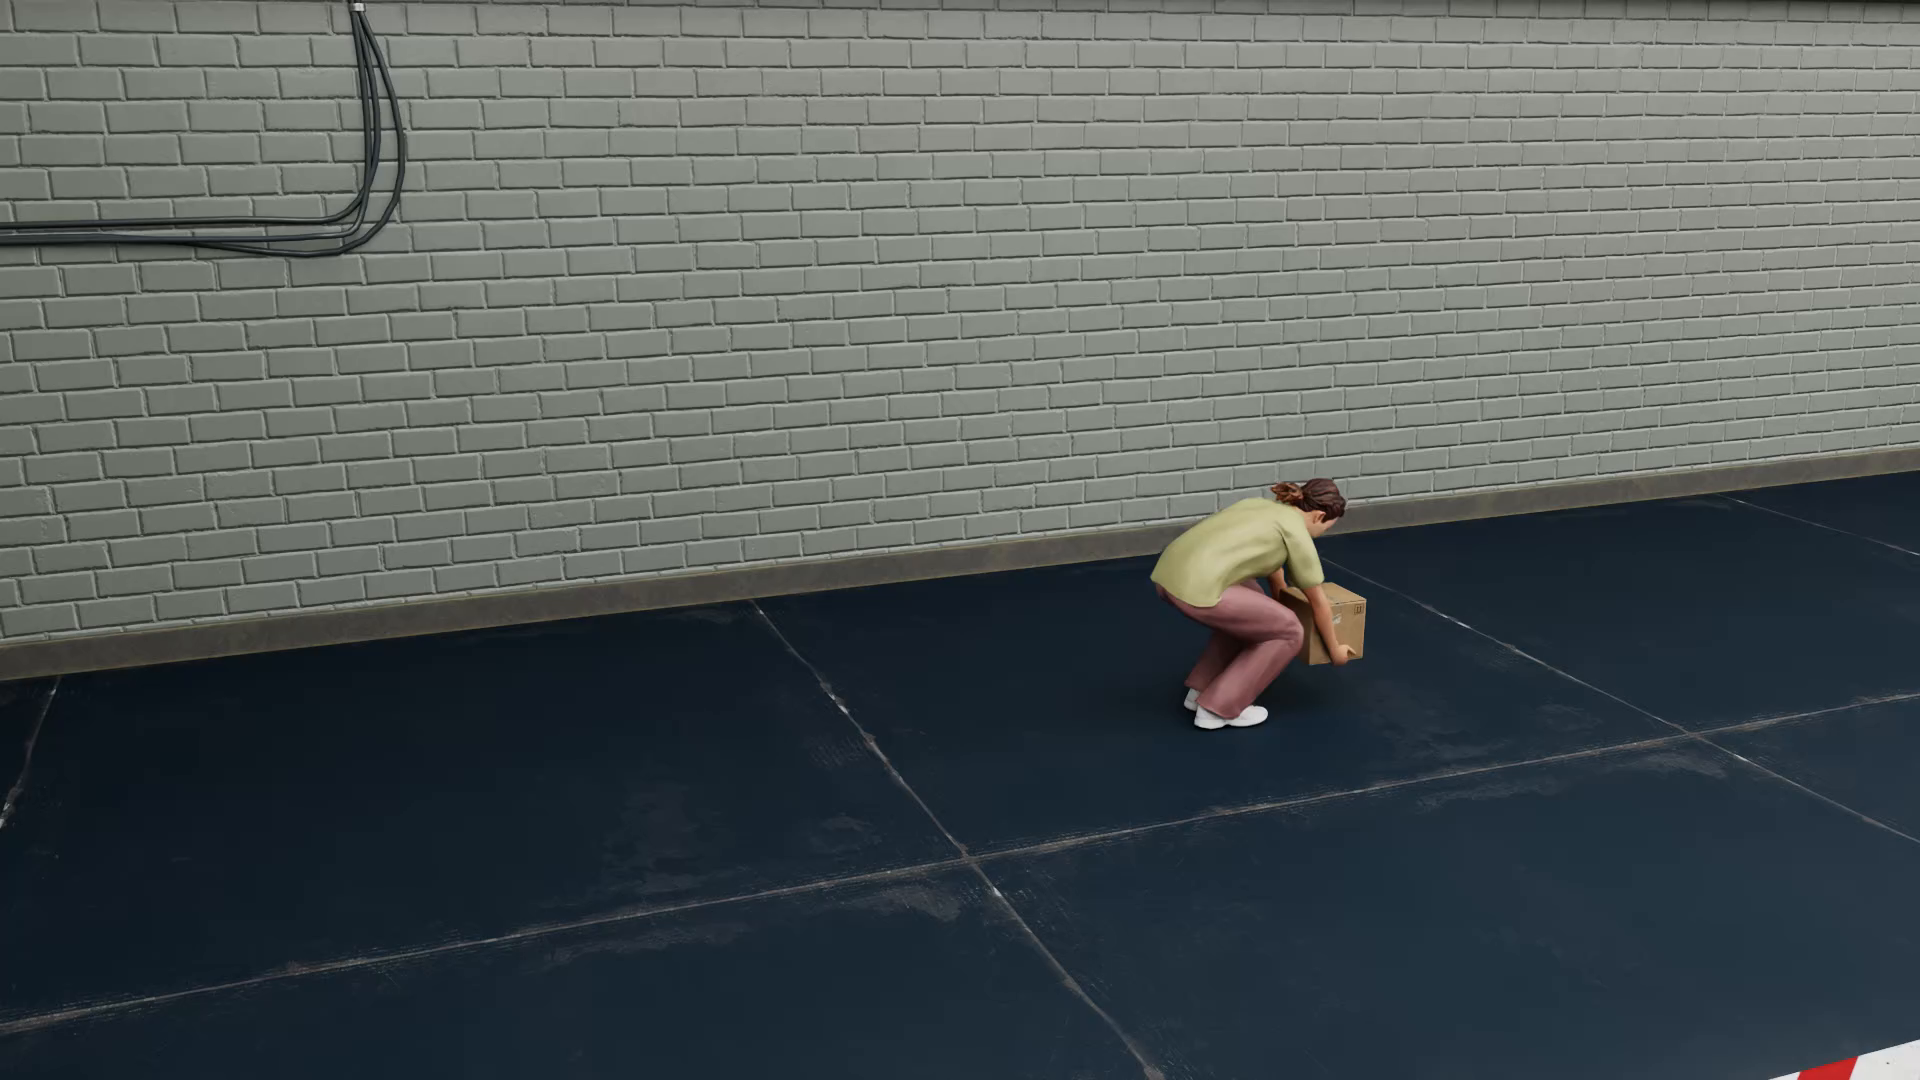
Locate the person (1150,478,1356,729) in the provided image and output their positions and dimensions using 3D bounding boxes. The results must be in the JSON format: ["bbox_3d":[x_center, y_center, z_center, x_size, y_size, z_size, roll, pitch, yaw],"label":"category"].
[{"bbox_3d":[1.155,0.242,6.570,0.836,0.920,0.455,-6,17,-22],"label":"person"}]
